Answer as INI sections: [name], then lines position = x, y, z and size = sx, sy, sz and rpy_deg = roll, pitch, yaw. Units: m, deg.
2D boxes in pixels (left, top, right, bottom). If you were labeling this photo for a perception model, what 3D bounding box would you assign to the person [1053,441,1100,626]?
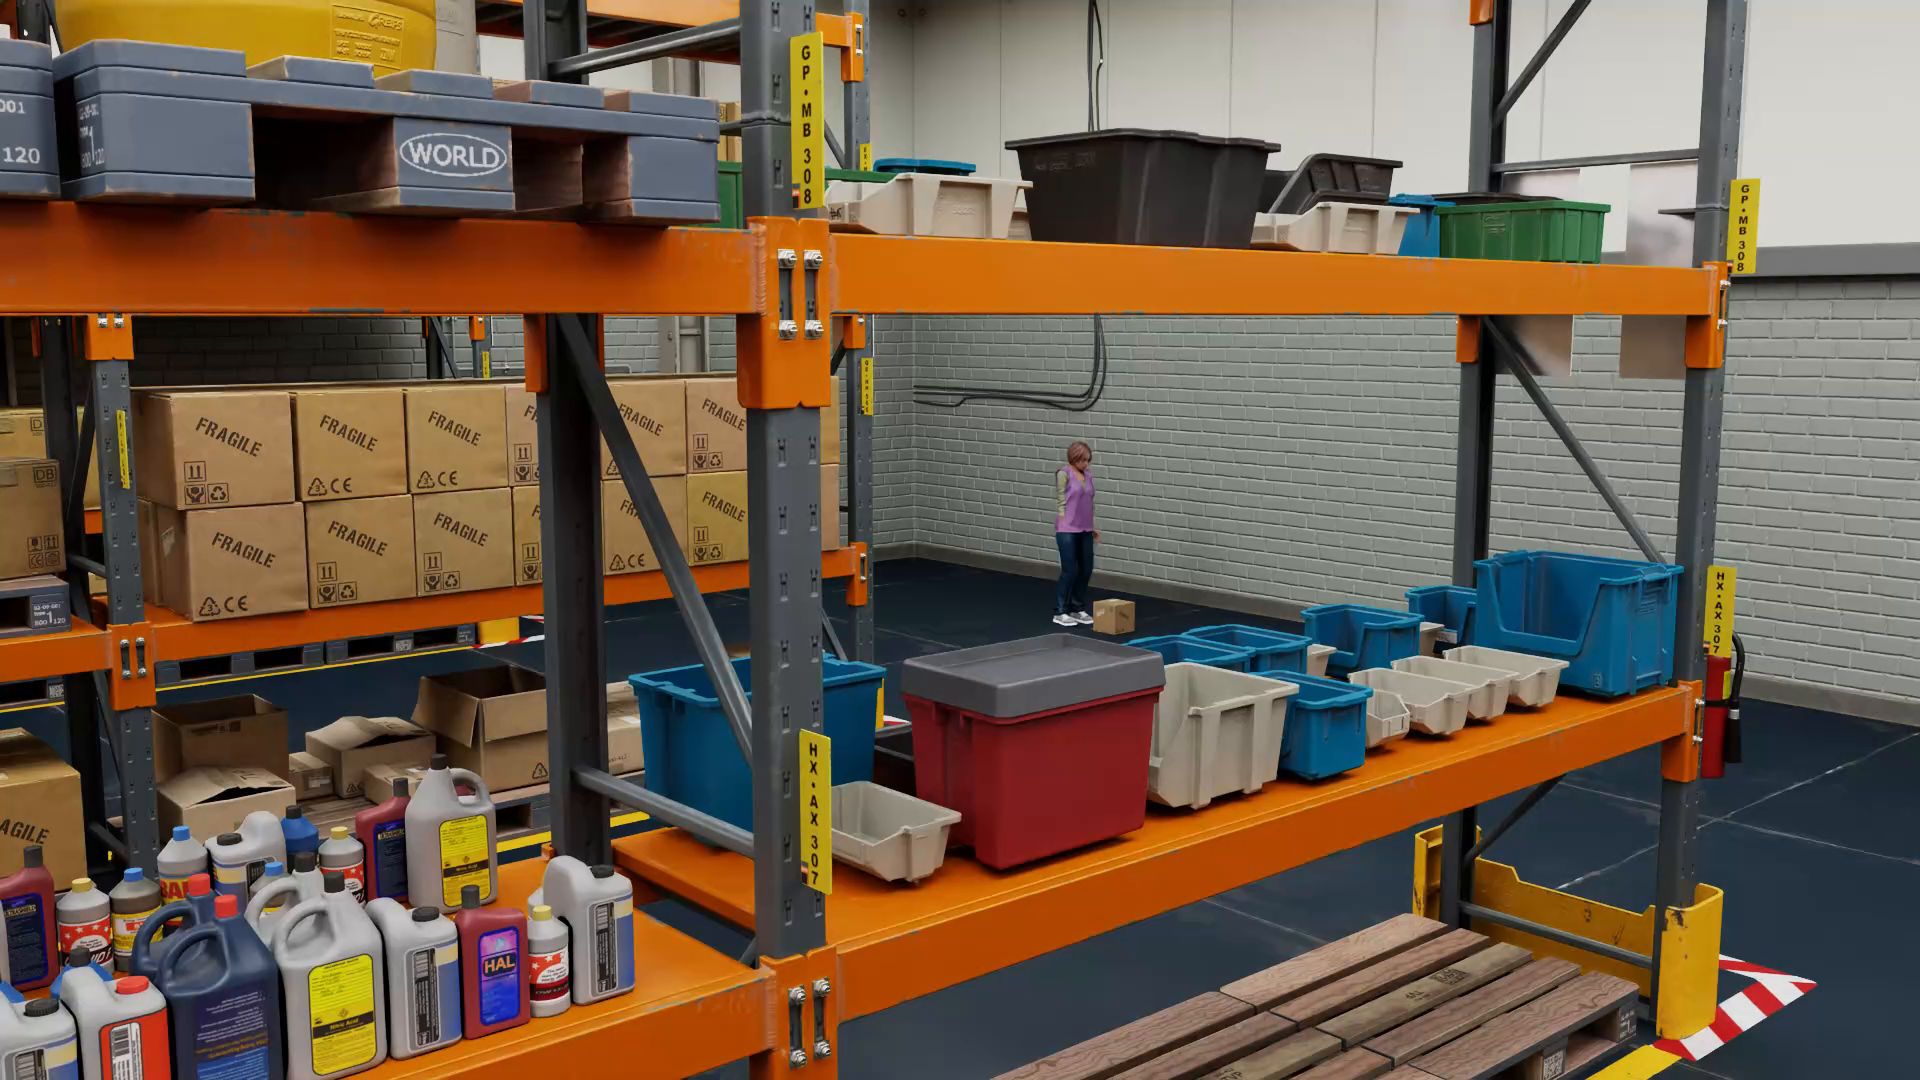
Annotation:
[person]
position = 1.001, -0.062, 14.353
size = 0.410, 1.591, 0.305
rpy_deg = -6, 10, -40
